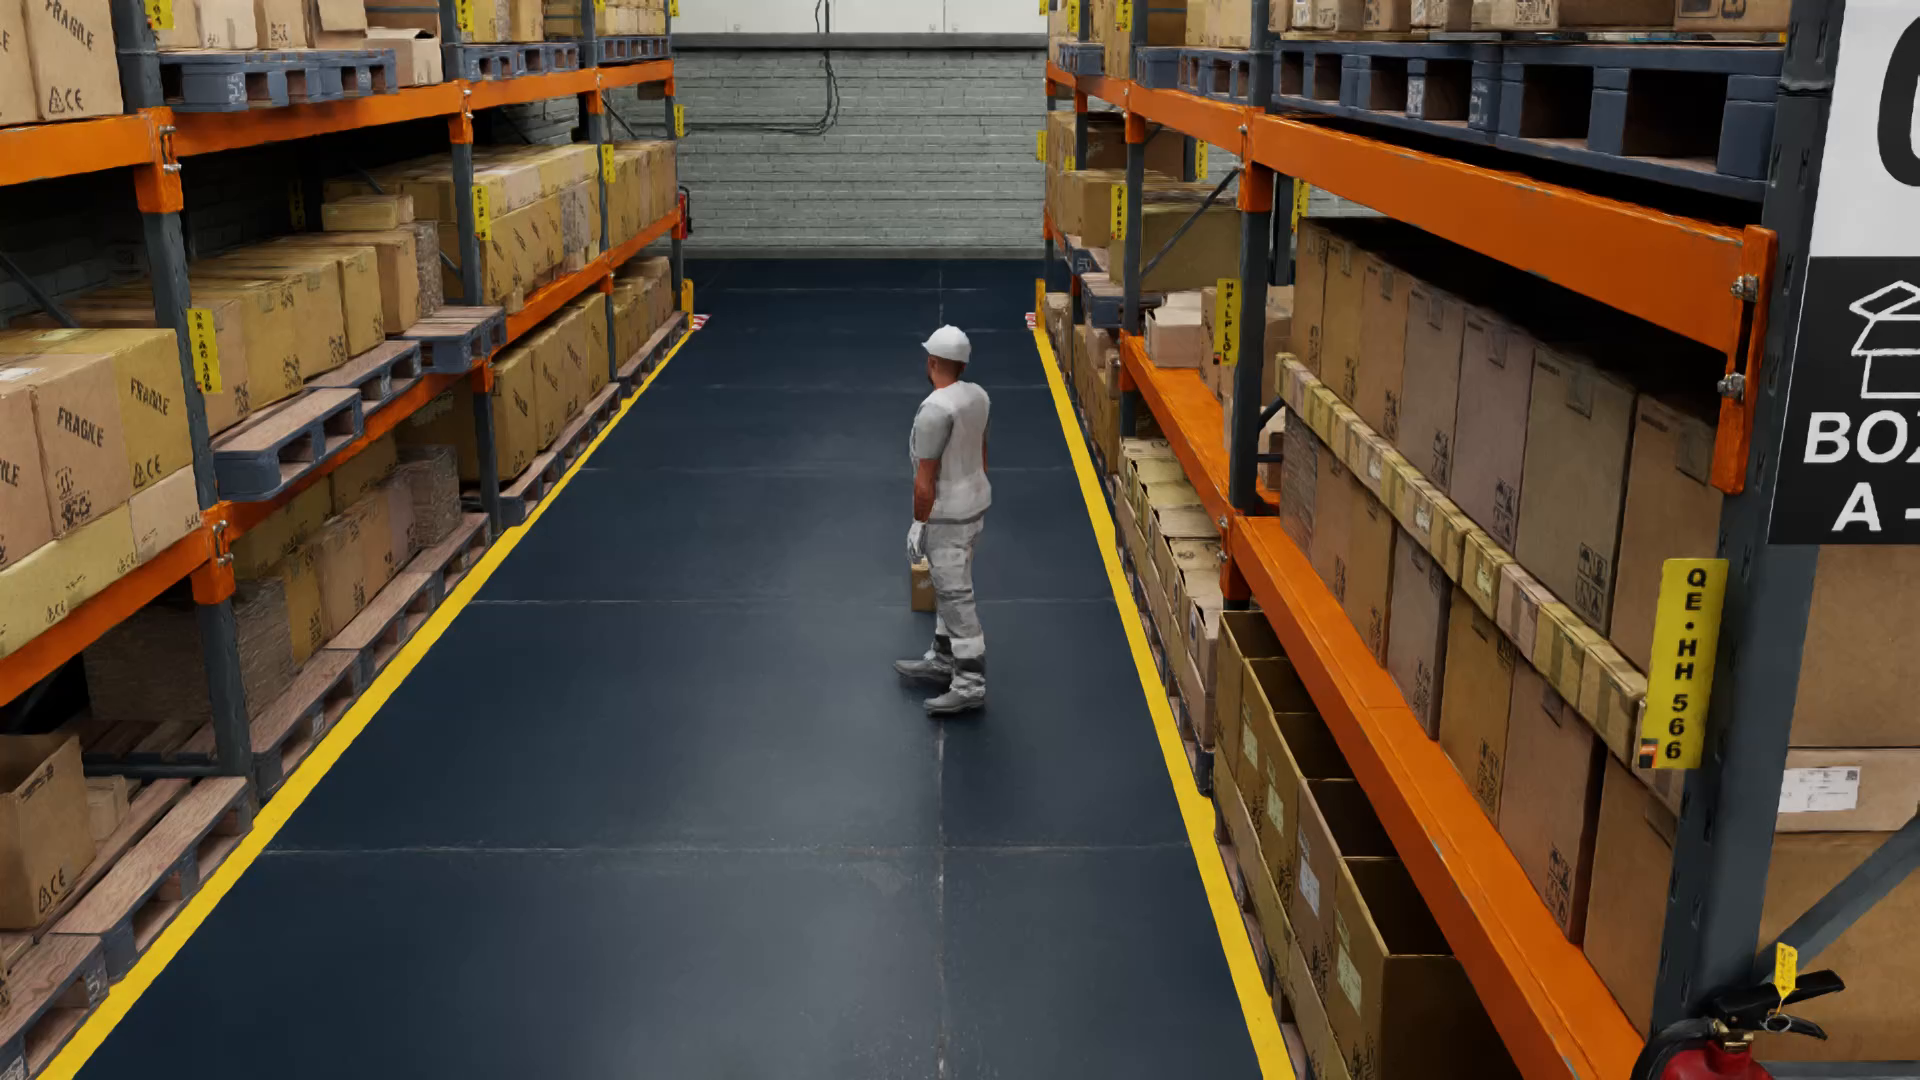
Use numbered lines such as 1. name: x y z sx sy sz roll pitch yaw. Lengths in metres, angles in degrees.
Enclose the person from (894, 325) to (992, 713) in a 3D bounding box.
1. person: -0.094 -0.124 7.822 0.569 1.786 0.663 7 18 22
